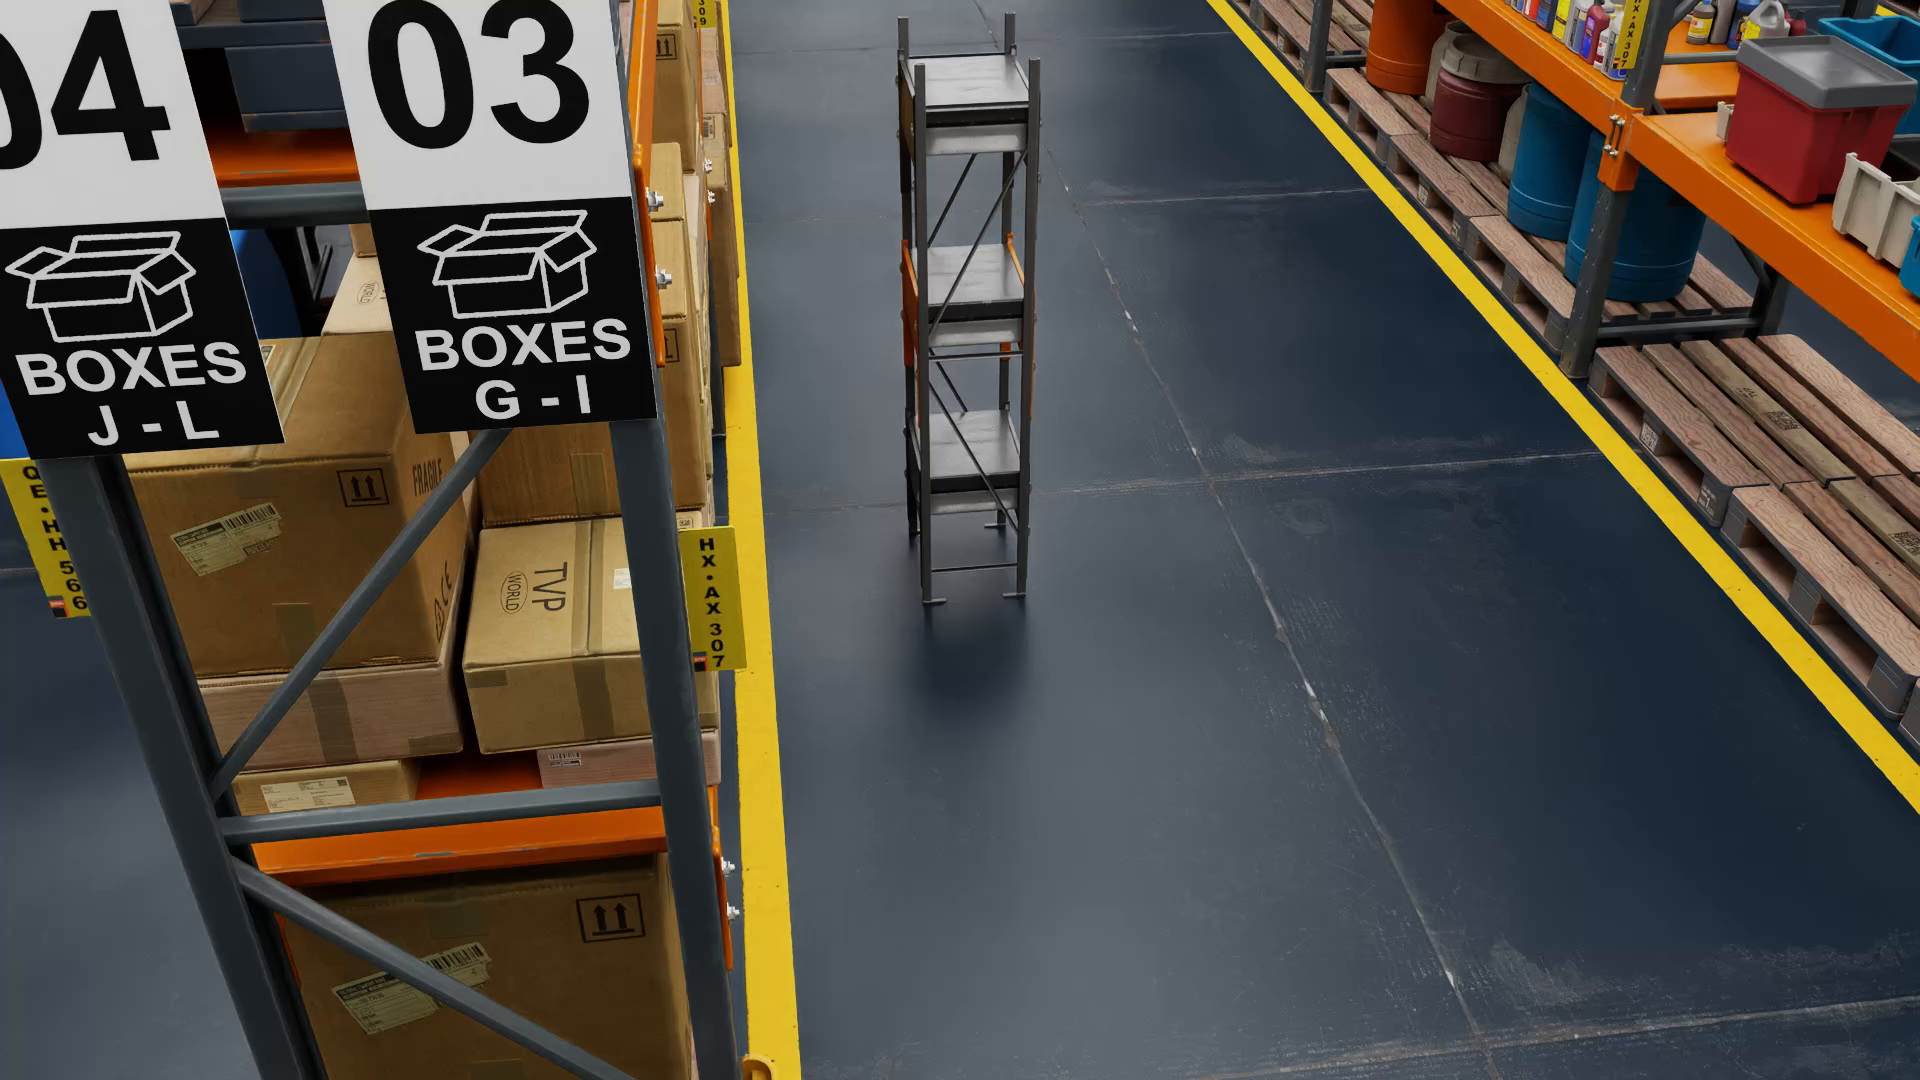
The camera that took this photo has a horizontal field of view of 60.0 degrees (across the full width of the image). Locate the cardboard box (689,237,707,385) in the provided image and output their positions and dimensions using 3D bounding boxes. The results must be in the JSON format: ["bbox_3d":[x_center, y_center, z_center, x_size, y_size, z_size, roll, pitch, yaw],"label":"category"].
[{"bbox_3d":[-1.020,-0.668,4.936,0.500,0.250,0.500,-5,35,-7],"label":"cardboard box"}]

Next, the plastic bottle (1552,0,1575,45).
[{"bbox_3d":[2.915,-2.533,7.847,0.144,0.351,0.185,-4,35,-6],"label":"plastic bottle"}]

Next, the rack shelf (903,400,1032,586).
[{"bbox_3d":[0.022,-0.186,6.425,0.431,0.518,0.480,-4,35,-6],"label":"rack shelf"}]

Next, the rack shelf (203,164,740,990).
[{"bbox_3d":[-1.276,-0.276,5.131,1.077,0.370,4.000,-4,35,-6],"label":"rack shelf"}]

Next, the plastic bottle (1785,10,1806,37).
[{"bbox_3d":[3.737,-2.254,7.497,0.061,0.283,0.133,-4,35,-6],"label":"plastic bottle"}]

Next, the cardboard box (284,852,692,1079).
[{"bbox_3d":[-1.172,0.896,4.286,0.875,0.875,0.875,-4,35,-6],"label":"cardboard box"}]

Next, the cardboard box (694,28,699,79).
[{"bbox_3d":[-1.427,-2.287,7.354,0.500,0.500,0.500,-4,35,-6],"label":"cardboard box"}]

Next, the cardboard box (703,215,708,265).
[{"bbox_3d":[-1.075,-1.010,5.792,0.380,0.149,0.250,-4,34,-5],"label":"cardboard box"}]

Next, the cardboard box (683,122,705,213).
[{"bbox_3d":[-1.153,-1.236,5.769,0.500,0.250,0.500,-3,34,-5],"label":"cardboard box"}]

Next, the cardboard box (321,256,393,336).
[{"bbox_3d":[-1.545,-0.626,4.875,0.500,0.250,0.500,-4,35,-6],"label":"cardboard box"}]

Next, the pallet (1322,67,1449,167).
[{"bbox_3d":[2.973,-2.708,10.536,1.003,0.211,1.213,-4,35,-6],"label":"pallet"}]

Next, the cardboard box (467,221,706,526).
[{"bbox_3d":[-0.871,-0.396,3.870,0.500,0.500,0.500,-5,35,-8],"label":"cardboard box"}]

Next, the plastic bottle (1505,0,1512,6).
[{"bbox_3d":[2.812,-2.801,8.373,0.097,0.201,0.097,0,34,0],"label":"plastic bottle"}]

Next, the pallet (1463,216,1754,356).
[{"bbox_3d":[3.301,-1.346,8.538,1.003,0.211,1.213,-4,35,-6],"label":"pallet"}]

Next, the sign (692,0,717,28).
[{"bbox_3d":[-0.995,-2.123,6.363,0.100,0.325,0.005,-4,35,-6],"label":"sign"}]

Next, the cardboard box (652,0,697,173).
[{"bbox_3d":[-1.155,-1.544,5.556,0.500,0.500,0.500,-4,34,-6],"label":"cardboard box"}]

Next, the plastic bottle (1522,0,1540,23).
[{"bbox_3d":[2.873,-2.694,8.150,0.152,0.276,0.135,-4,35,-6],"label":"plastic bottle"}]

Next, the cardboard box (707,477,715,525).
[{"bbox_3d":[-0.868,-0.150,4.530,0.380,0.149,0.250,-5,35,-7],"label":"cardboard box"}]

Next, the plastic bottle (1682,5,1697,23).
[{"bbox_3d":[3.615,-2.650,8.151,0.097,0.201,0.097,0,34,0],"label":"plastic bottle"}]

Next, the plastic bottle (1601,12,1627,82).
[{"bbox_3d":[2.990,-2.209,7.438,0.152,0.276,0.135,-4,35,-6],"label":"plastic bottle"}]

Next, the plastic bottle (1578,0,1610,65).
[{"bbox_3d":[2.914,-2.338,7.620,0.061,0.283,0.133,-4,35,-6],"label":"plastic bottle"}]

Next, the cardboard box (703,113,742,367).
[{"bbox_3d":[-1.651,-1.341,7.568,1.225,0.875,0.875,-4,35,-6],"label":"cardboard box"}]

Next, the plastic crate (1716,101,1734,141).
[{"bbox_3d":[3.284,-1.710,6.777,0.396,0.136,0.243,-4,35,-6],"label":"plastic crate"}]

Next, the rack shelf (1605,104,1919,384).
[{"bbox_3d":[3.632,-0.652,5.681,1.077,0.370,4.000,-4,35,-6],"label":"rack shelf"}]

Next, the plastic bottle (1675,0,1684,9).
[{"bbox_3d":[3.617,-2.749,8.224,0.061,0.283,0.133,-4,35,-6],"label":"plastic bottle"}]

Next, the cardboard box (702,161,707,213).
[{"bbox_3d":[-1.144,-1.297,6.212,0.380,0.149,0.250,-4,34,-5],"label":"cardboard box"}]

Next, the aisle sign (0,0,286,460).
[{"bbox_3d":[-1.294,-0.469,2.466,0.394,0.787,0.004,-4,35,-6],"label":"aisle sign"}]

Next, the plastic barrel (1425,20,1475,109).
[{"bbox_3d":[3.072,-2.862,10.123,0.421,0.512,0.421,0,34,0],"label":"plastic barrel"}]

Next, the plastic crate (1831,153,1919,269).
[{"bbox_3d":[3.386,-1.175,5.862,0.437,0.282,0.530,-4,35,-6],"label":"plastic crate"}]

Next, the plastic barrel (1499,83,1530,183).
[{"bbox_3d":[3.224,-2.232,9.198,0.421,0.512,0.421,0,34,0],"label":"plastic barrel"}]

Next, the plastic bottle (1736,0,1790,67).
[{"bbox_3d":[3.632,-2.288,7.488,0.144,0.351,0.185,-4,35,-6],"label":"plastic bottle"}]

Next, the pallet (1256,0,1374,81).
[{"bbox_3d":[2.760,-3.580,11.816,1.003,0.211,1.213,-4,35,-6],"label":"pallet"}]

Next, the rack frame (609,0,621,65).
[{"bbox_3d":[-1.007,-1.937,1.601,1.000,3.000,0.127,-4,35,-6],"label":"rack frame"}]

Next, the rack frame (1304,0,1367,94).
[{"bbox_3d":[2.825,-4.297,10.392,1.000,3.000,0.127,-4,35,-6],"label":"rack frame"}]

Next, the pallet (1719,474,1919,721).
[{"bbox_3d":[3.668,0.177,6.303,1.003,0.211,1.213,-4,35,-6],"label":"pallet"}]

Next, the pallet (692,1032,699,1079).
[{"bbox_3d":[-1.192,1.254,4.722,1.003,0.211,1.213,-4,35,-6],"label":"pallet"}]

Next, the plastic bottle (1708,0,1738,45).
[{"bbox_3d":[3.629,-2.505,7.872,0.152,0.276,0.135,-4,35,-6],"label":"plastic bottle"}]

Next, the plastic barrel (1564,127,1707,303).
[{"bbox_3d":[3.307,-1.676,8.036,0.600,0.901,0.708,-4,35,-6],"label":"plastic barrel"}]

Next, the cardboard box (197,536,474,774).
[{"bbox_3d":[-1.335,0.231,3.616,0.500,0.250,0.500,-5,35,-7],"label":"cardboard box"}]

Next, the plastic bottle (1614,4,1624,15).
[{"bbox_3d":[3.062,-2.402,7.787,0.097,0.201,0.097,0,34,0],"label":"plastic bottle"}]

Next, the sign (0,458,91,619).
[{"bbox_3d":[-1.546,-0.001,2.849,0.100,0.325,0.005,-4,35,-6],"label":"sign"}]

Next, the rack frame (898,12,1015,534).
[{"bbox_3d":[-0.011,-0.911,6.223,0.400,2.100,0.015,-4,35,-6],"label":"rack frame"}]

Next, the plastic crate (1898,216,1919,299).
[{"bbox_3d":[3.371,-0.915,5.524,0.416,0.233,0.300,-4,35,-6],"label":"plastic crate"}]

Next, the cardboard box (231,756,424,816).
[{"bbox_3d":[-1.381,0.472,3.616,0.380,0.149,0.250,-4,34,-5],"label":"cardboard box"}]

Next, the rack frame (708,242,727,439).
[{"bbox_3d":[-1.545,-1.690,6.566,1.000,3.000,0.127,-4,35,-6],"label":"rack frame"}]

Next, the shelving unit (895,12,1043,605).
[{"bbox_3d":[0.022,-0.775,6.023,0.431,2.100,0.503,-4,35,-6],"label":"shelving unit"}]

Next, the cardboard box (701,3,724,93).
[{"bbox_3d":[-1.898,-2.333,9.023,1.225,0.875,0.875,-4,35,-6],"label":"cardboard box"}]

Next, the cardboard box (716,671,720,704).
[{"bbox_3d":[-0.763,0.280,3.899,0.380,0.149,0.250,-5,35,-7],"label":"cardboard box"}]

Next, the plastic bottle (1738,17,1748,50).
[{"bbox_3d":[3.685,-2.357,7.722,0.097,0.201,0.097,0,34,0],"label":"plastic bottle"}]

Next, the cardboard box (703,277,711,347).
[{"bbox_3d":[-1.006,-0.724,5.371,0.380,0.149,0.250,-5,35,-7],"label":"cardboard box"}]

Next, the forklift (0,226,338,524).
[{"bbox_3d":[-3.573,-2.073,7.190,1.130,2.935,3.031,-6,35,-9],"label":"forklift"}]

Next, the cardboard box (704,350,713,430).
[{"bbox_3d":[-0.936,-0.435,4.948,0.380,0.149,0.250,-5,35,-8],"label":"cardboard box"}]

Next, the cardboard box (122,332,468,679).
[{"bbox_3d":[-1.333,-0.080,3.408,0.500,0.500,0.500,-4,34,-6],"label":"cardboard box"}]

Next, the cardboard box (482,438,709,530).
[{"bbox_3d":[-0.880,-0.096,4.097,0.500,0.250,0.500,-5,35,-7],"label":"cardboard box"}]

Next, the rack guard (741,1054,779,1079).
[{"bbox_3d":[-1.004,1.589,3.975,1.175,0.500,0.348,-4,35,-6],"label":"rack guard"}]
